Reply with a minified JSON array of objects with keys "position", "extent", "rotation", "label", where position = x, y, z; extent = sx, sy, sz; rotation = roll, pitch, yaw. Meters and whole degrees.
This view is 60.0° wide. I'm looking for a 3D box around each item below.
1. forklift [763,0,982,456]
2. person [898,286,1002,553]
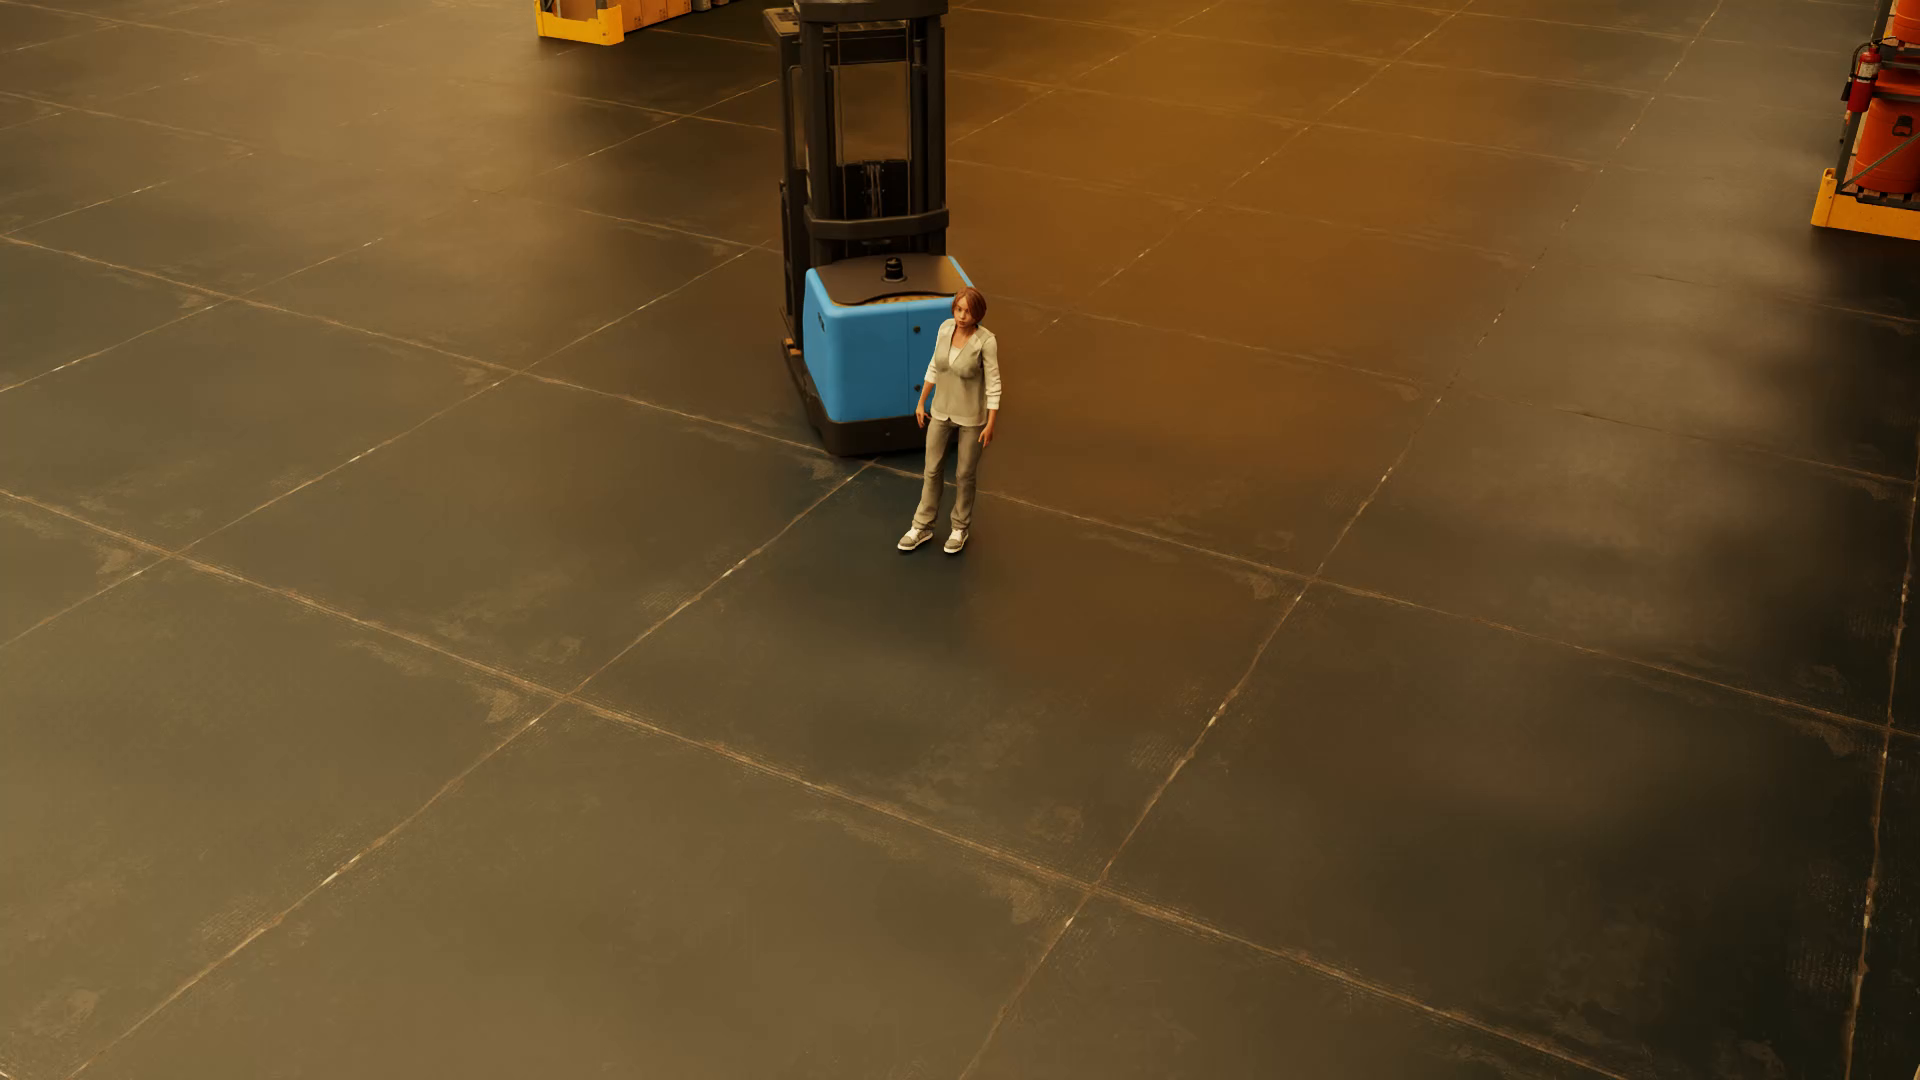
[{"position":[-0.698,-2.539,11.469],"extent":[1.130,2.935,3.031],"rotation":[-7,31,-12],"label":"forklift"},{"position":[-0.048,-0.669,9.550],"extent":[0.519,1.598,0.474],"rotation":[15,33,25],"label":"person"}]
